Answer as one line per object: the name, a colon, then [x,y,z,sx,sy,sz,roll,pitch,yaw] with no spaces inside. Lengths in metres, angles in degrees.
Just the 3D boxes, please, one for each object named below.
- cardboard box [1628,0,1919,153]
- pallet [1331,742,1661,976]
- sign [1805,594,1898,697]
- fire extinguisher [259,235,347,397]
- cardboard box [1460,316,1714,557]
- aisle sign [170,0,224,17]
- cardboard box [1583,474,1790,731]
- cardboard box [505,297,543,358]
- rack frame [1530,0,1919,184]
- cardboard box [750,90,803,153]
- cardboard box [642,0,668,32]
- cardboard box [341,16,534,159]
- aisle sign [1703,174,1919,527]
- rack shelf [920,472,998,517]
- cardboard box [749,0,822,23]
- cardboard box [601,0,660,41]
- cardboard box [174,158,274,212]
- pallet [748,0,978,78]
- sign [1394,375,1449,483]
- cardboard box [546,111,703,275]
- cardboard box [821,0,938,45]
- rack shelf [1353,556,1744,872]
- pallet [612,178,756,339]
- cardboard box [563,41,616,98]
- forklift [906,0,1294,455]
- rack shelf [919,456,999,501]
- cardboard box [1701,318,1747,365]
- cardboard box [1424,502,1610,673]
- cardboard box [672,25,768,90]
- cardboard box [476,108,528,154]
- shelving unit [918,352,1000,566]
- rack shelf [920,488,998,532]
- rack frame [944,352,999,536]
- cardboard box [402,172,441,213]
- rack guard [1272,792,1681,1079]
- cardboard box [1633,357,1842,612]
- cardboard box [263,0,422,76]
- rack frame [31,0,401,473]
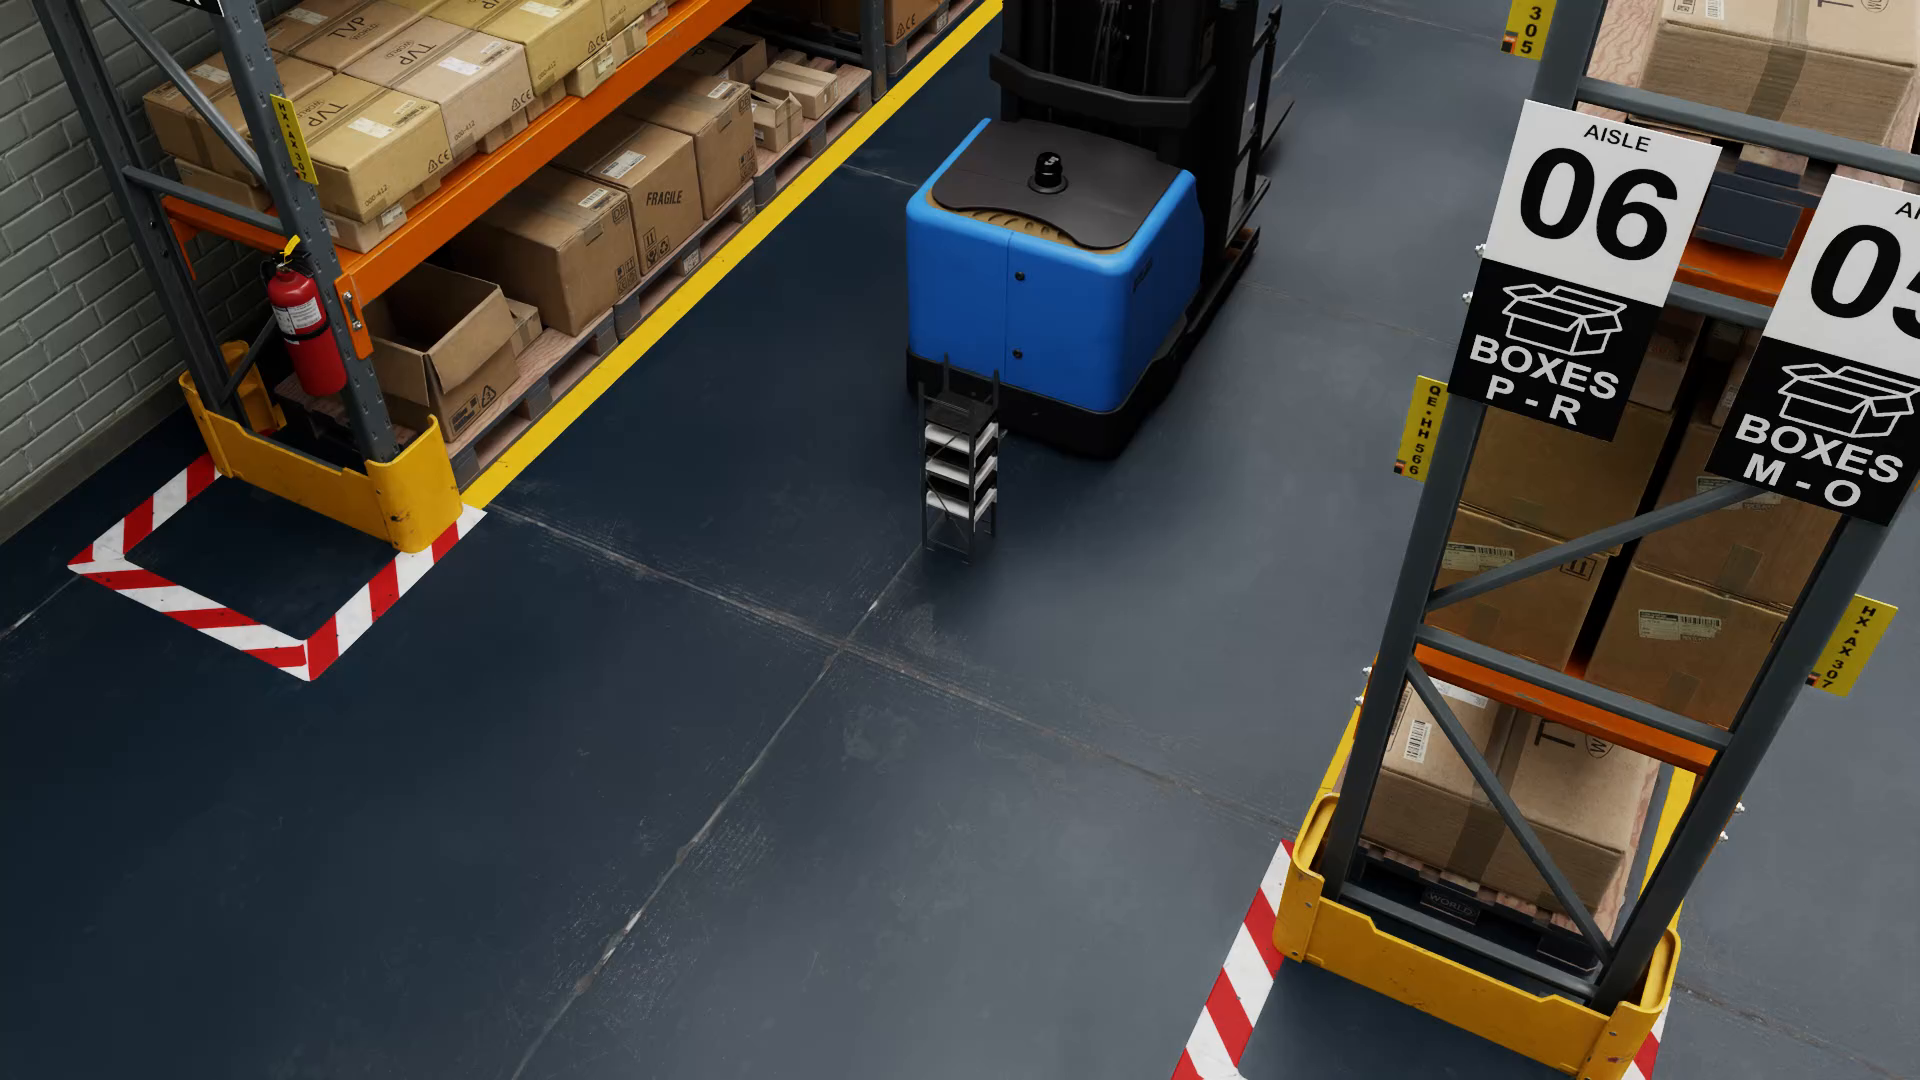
cardboard box: [1.781,-1.096,3.635,0.500,0.250,0.500,16,48,15]
pallet: [1.953,0.853,6.039,1.003,0.211,1.213,20,49,19]
sign: [2.140,0.257,4.003,0.100,0.325,0.005,20,49,19]
fire extinguisher: [-2.406,-0.831,6.059,0.296,0.674,0.183,20,49,19]
cardboard box: [1.664,-0.367,4.510,0.500,0.500,0.500,22,49,20]
aisle sign: [-2.518,-2.008,5.078,0.394,0.787,0.004,20,49,19]
cardboard box: [2.129,0.159,4.693,0.500,0.500,0.500,20,49,19]
cardboard box: [-2.147,-0.989,7.607,0.380,0.149,0.250,19,48,18]
rack frame: [1.651,-1.707,2.390,1.000,3.000,0.127,20,49,19]
cardboard box: [-1.054,-2.268,8.789,0.396,0.266,0.258,22,49,20]
cardboard box: [-1.546,-2.416,7.485,0.380,0.149,0.250,20,49,19]
cardboard box: [-2.064,-1.801,6.597,0.500,0.250,0.500,21,49,19]
aisle sign: [1.875,-0.371,3.459,0.394,0.787,0.004,20,49,19]
rack shelf: [-0.004,-0.225,6.793,0.258,0.077,0.200,20,49,19]
cardboard box: [-0.924,-3.430,9.773,0.500,0.500,0.500,20,49,19]
cardboard box: [-1.613,-2.450,7.239,0.500,0.250,0.500,19,48,18]
cardboard box: [-2.831,-1.444,6.524,0.380,0.149,0.250,20,49,19]
pallet: [-0.546,-3.299,10.142,1.003,0.211,1.213,20,49,19]
sign: [1.177,-0.276,4.213,0.100,0.325,0.005,20,49,19]
cardboard box: [-1.614,-1.683,8.047,0.500,0.500,0.500,21,49,20]
cardboard box: [-0.466,-3.254,9.599,0.500,0.500,0.500,22,49,21]
rack shelf: [2.580,-0.605,6.025,1.077,0.370,4.000,20,49,19]
pallet: [-1.775,-1.570,8.434,1.003,0.211,1.213,20,49,19]
cardboard box: [-1.709,-2.058,7.131,0.380,0.149,0.250,19,48,18]
forklift: [0.862,-2.455,7.396,1.130,2.935,3.031,19,48,18]
rack shelf: [-0.004,-0.288,6.728,0.258,0.077,0.200,20,49,19]
cardboard box: [2.120,-0.533,4.219,0.380,0.149,0.250,22,49,20]
cardboard box: [1.641,-0.024,4.875,0.500,0.500,0.500,21,49,19]
cardboard box: [-1.406,-2.619,9.104,0.500,0.311,0.500,22,49,20]
cardboard box: [-2.011,-1.754,6.831,0.380,0.149,0.250,22,49,20]
shelving unit: [-0.004,-0.311,6.705,0.258,0.900,0.210,20,49,19]
rack shelf: [-0.004,-0.161,6.857,0.258,0.077,0.200,20,49,19]
rack frame: [0.043,-0.375,6.768,0.240,0.900,0.006,20,49,19]
cardboard box: [-2.274,-1.438,6.519,0.380,0.149,0.250,22,49,20]
rack guard: [1.640,1.296,5.398,1.175,0.500,0.348,20,49,19]
cardboard box: [2.127,-0.193,4.338,0.500,0.500,0.500,19,48,18]
cardboard box: [-2.528,-1.988,6.782,0.500,0.250,0.500,21,49,19]
rack frame: [-2.747,-1.234,6.141,1.000,3.000,0.127,20,49,19]
